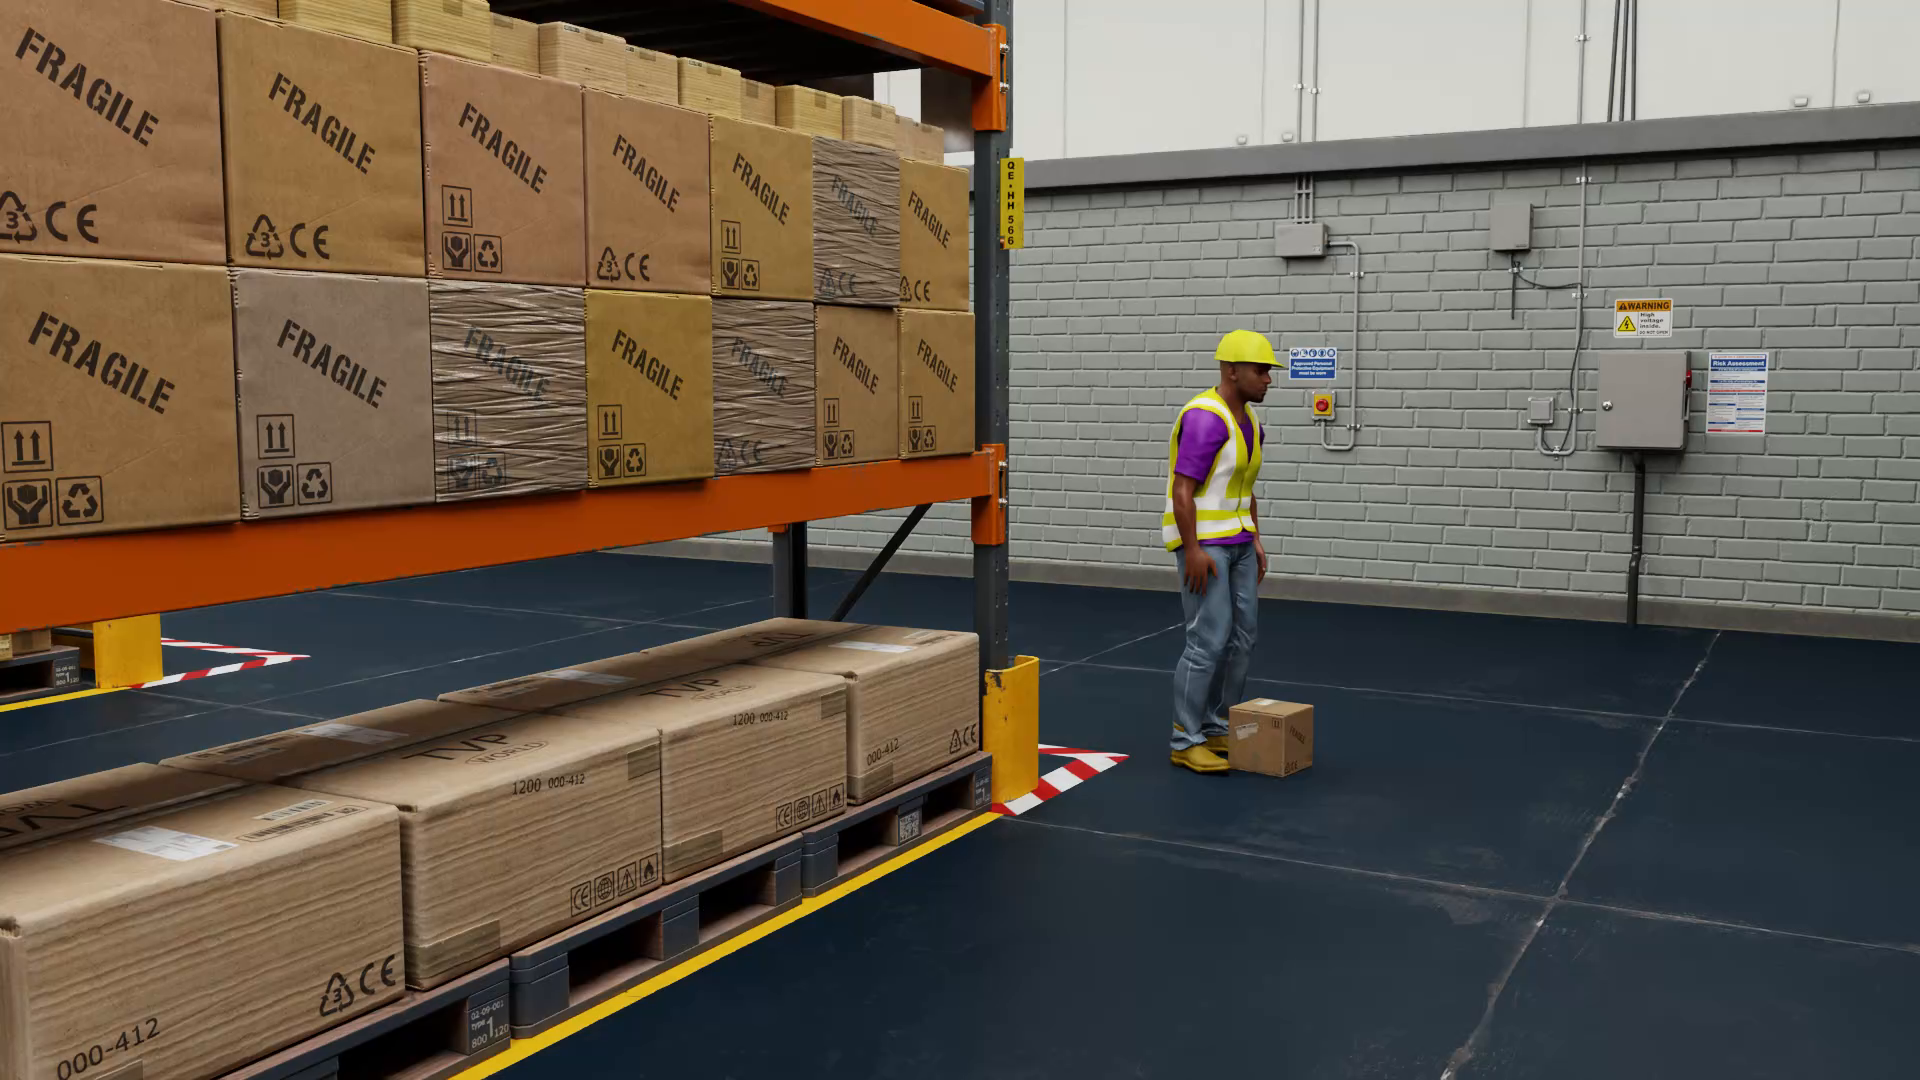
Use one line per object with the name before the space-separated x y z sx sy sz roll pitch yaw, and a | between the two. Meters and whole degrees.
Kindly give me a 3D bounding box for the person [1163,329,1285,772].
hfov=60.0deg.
person | 1.077 0.030 6.763 0.463 1.759 0.635 5 8 39
